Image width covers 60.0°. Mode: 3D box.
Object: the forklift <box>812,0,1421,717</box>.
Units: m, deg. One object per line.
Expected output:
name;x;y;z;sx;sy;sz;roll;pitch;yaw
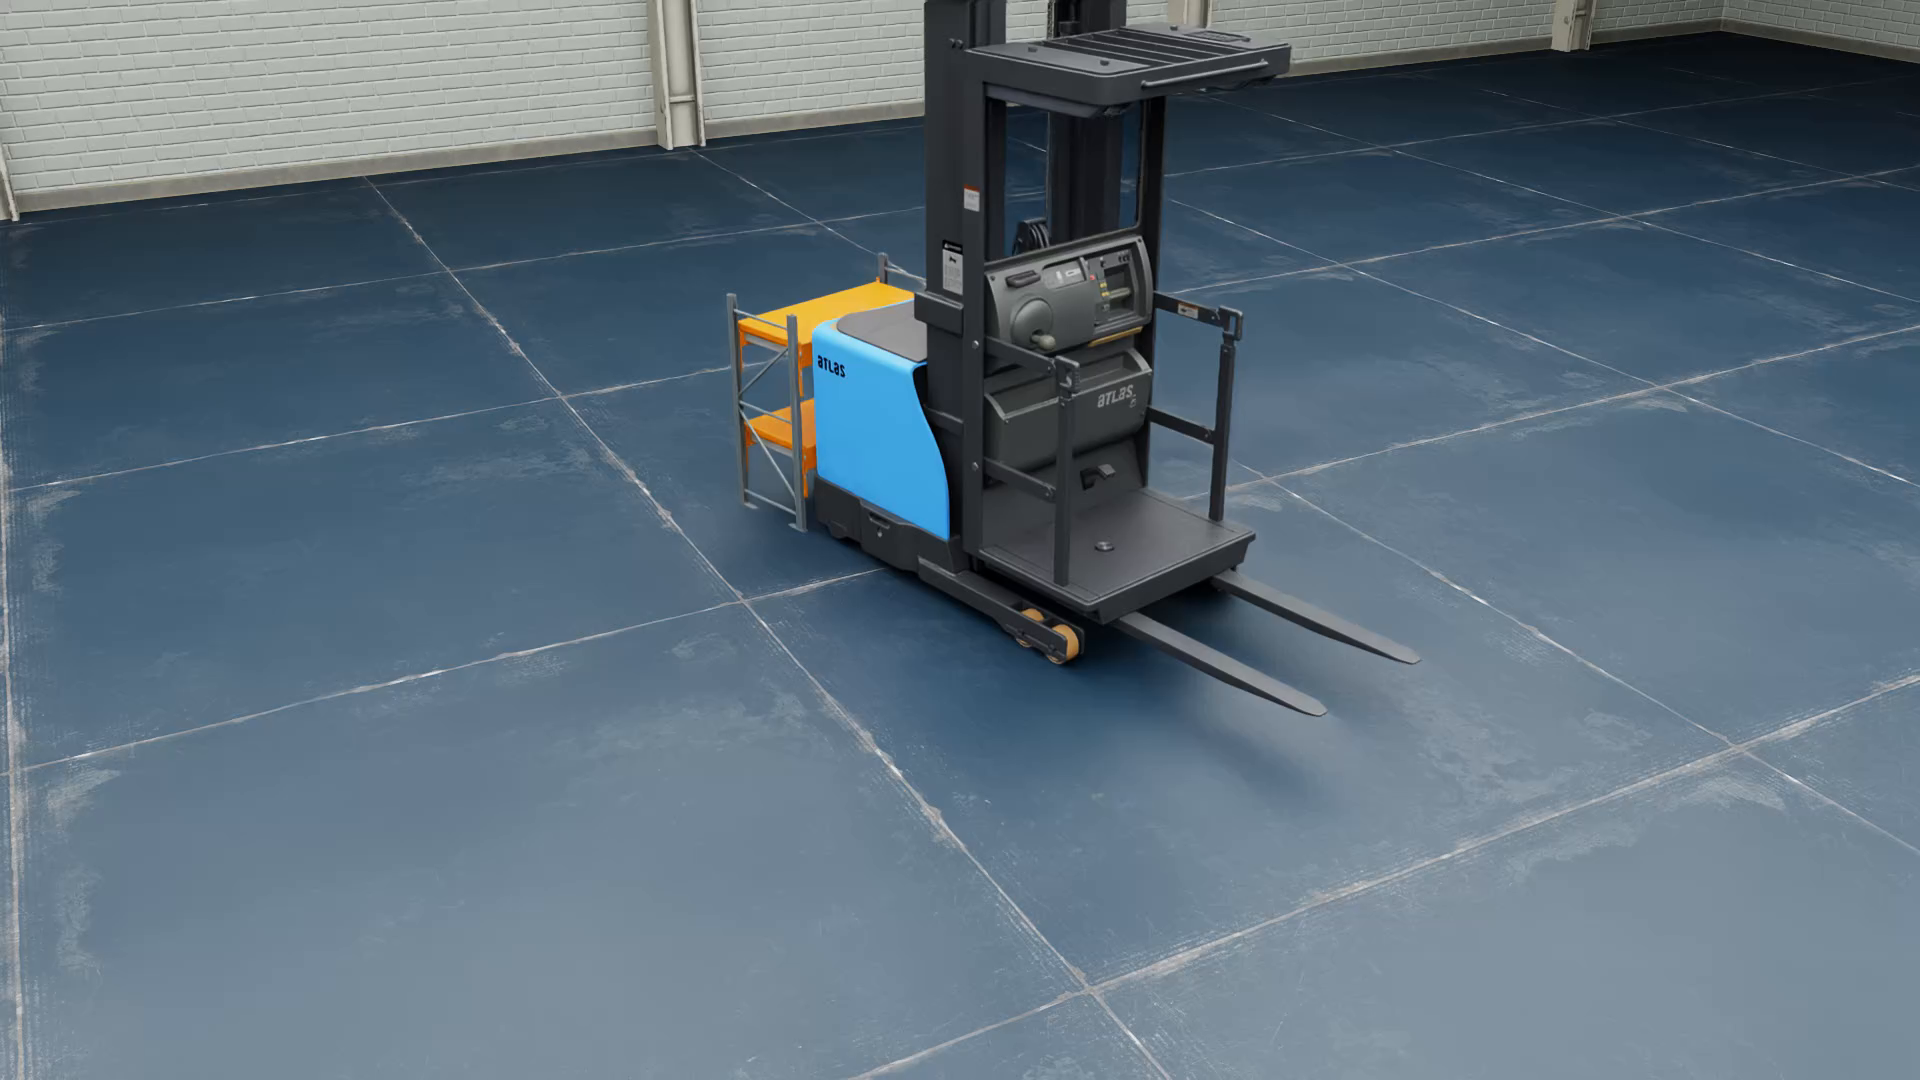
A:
forklift;0.624;-1.037;7.023;1.130;2.935;3.031;-21;33;-36

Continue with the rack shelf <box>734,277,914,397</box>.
rack shelf;-0.602;-1.048;8.457;0.538;0.278;1.000;23;34;39

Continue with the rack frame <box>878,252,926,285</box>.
rack frame;-0.245;-0.941;8.910;0.500;1.125;0.032;23;34;39

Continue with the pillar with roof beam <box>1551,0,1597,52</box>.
pillar with roof beam;9.879;-8.744;16.064;0.400;9.000;9.100;-13;29;-25

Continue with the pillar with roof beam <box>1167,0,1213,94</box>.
pillar with roof beam;4.584;-7.522;13.519;0.400;9.000;9.100;-13;29;-25

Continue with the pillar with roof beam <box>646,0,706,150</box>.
pillar with roof beam;-0.710;-6.300;10.974;0.400;9.000;9.100;-13;29;-25

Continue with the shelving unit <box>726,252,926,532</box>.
shelving unit;-0.602;-0.784;8.584;0.538;1.125;1.048;23;34;39

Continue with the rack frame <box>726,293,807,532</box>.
rack frame;-0.959;-0.627;8.257;0.500;1.125;0.032;23;34;39

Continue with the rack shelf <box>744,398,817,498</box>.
rack shelf;-0.602;-0.564;8.689;0.538;0.278;1.000;23;34;39

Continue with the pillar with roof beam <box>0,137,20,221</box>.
pillar with roof beam;-6.004;-5.078;8.429;0.400;9.000;9.100;-13;29;-25
